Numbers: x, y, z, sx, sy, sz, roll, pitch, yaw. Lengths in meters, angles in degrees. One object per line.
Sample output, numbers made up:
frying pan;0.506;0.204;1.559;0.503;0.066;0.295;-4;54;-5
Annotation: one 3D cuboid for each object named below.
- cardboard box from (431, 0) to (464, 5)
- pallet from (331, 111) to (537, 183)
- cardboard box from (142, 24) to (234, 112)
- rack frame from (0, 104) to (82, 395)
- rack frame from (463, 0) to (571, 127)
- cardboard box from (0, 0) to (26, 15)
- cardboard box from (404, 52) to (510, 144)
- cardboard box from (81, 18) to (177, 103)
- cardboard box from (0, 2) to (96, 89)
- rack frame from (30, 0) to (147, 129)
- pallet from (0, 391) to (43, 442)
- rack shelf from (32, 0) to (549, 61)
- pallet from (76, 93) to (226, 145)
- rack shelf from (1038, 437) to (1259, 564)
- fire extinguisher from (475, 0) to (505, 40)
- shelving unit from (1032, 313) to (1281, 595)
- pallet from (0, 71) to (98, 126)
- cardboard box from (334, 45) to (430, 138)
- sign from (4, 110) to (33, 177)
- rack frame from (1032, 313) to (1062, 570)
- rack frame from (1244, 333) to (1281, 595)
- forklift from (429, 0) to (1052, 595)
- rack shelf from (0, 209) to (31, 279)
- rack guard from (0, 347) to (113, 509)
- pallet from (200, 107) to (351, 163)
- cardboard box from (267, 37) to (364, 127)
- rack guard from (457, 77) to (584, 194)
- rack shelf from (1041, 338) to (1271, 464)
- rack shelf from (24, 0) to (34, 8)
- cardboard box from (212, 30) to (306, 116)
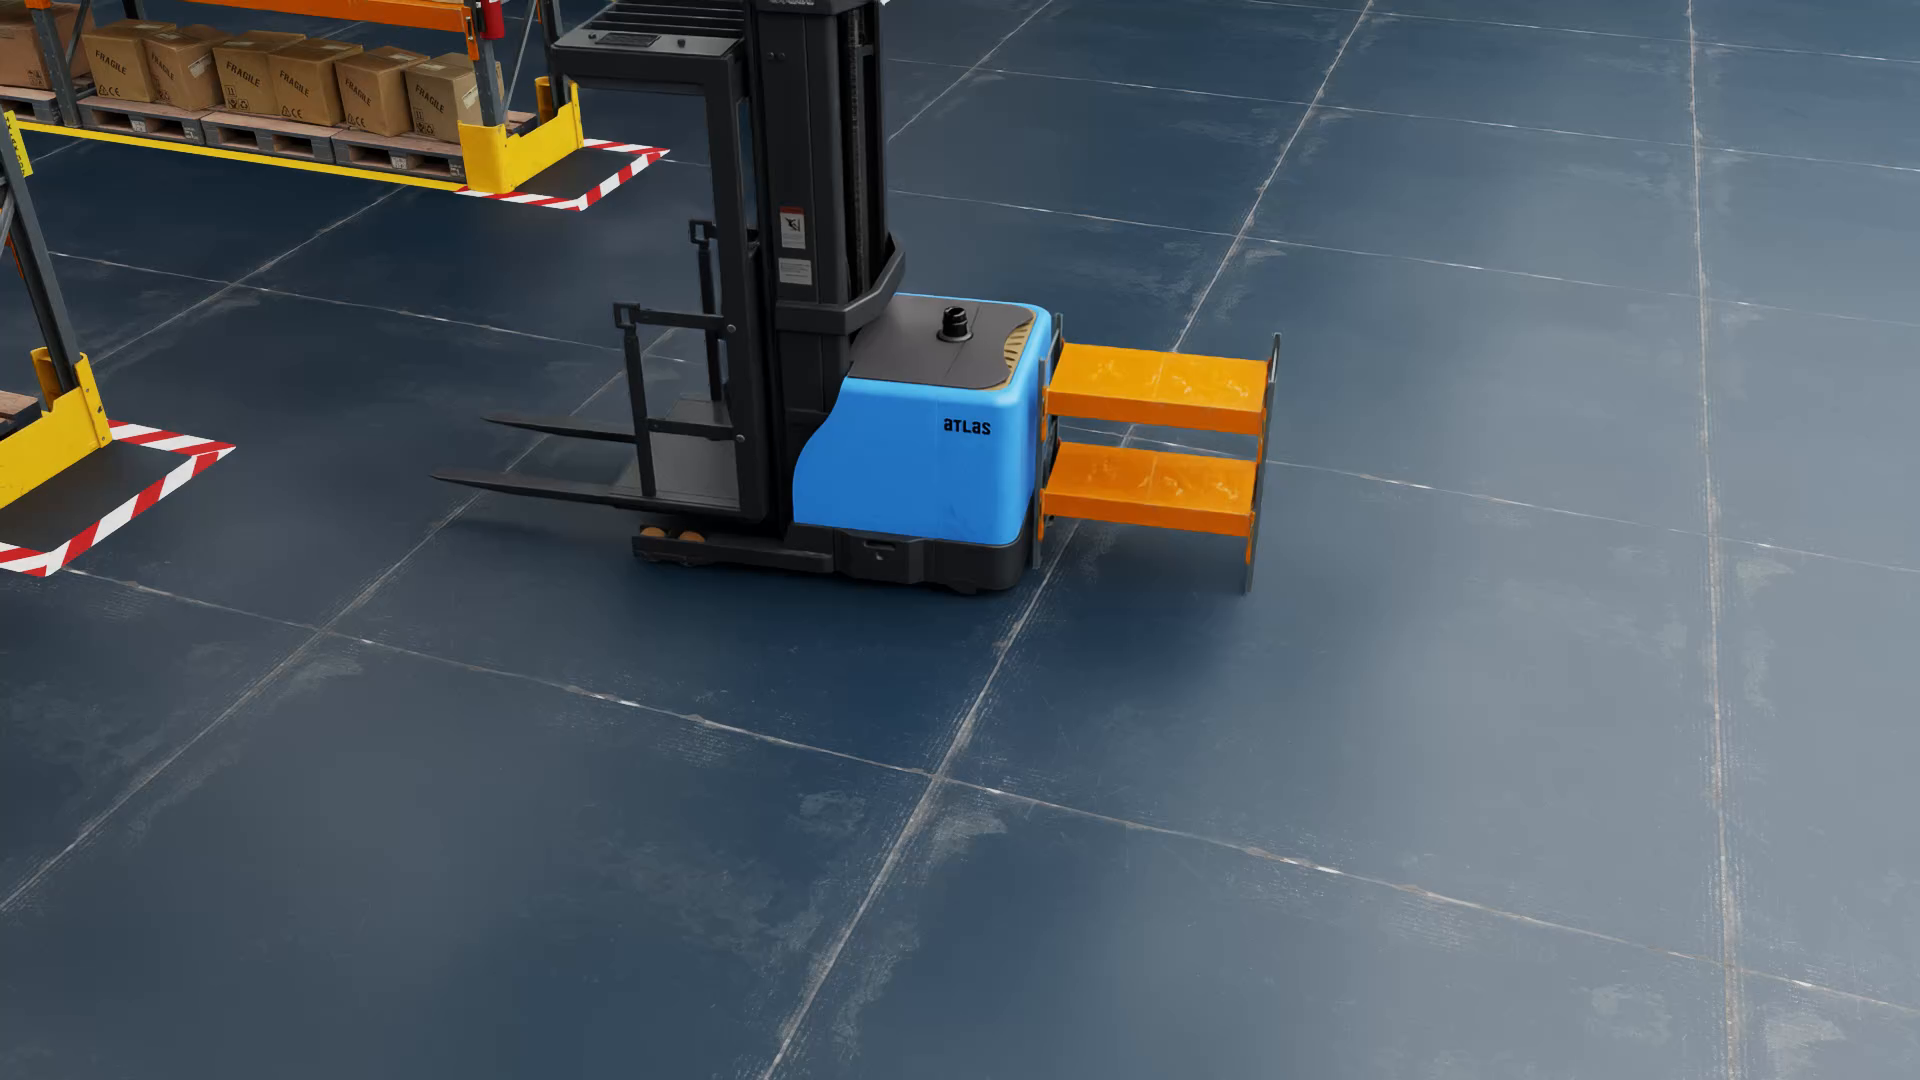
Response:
cardboard box;-3.557;-3.937;11.814;0.250;0.149;0.380;11;34;16
pallet;-4.044;-3.105;12.864;1.213;0.211;1.003;11;34;16
cardboard box;-6.080;-3.760;13.225;0.500;0.500;0.500;23;39;31
rack frame;-4.890;-1.567;7.911;0.127;3.000;1.000;11;34;16
rack frame;-3.219;-4.096;11.828;0.127;3.000;1.000;11;34;16
cardboard box;-7.998;-4.183;13.862;0.500;0.500;0.700;11;34;16
cardboard box;-3.802;-3.345;12.583;0.500;0.500;0.500;18;37;25
cardboard box;-6.622;-3.860;13.381;0.500;0.500;0.500;10;34;15
cardboard box;-7.556;-4.086;13.712;0.500;0.500;0.700;8;34;13
rack frame;-6.985;-4.828;12.962;0.127;3.000;1.000;11;34;16
pallet;-5.741;-0.537;8.886;1.213;0.211;1.003;11;34;16
rack shelf;-5.102;-4.160;12.590;4.000;0.370;1.077;11;34;16
pallet;-6.341;-3.551;13.556;1.213;0.211;1.003;11;34;16
rack shelf;0.913;-0.199;7.972;1.000;0.278;0.538;7;33;10
fire extinguisher;-3.267;-3.807;11.452;0.183;0.674;0.296;11;34;16
shelving unit;0.913;-0.404;7.839;1.048;1.125;0.538;7;33;10
pallet;-7.718;-3.798;13.938;1.213;0.211;1.003;11;34;16
cardboard box;-4.376;-3.437;12.725;0.500;0.500;0.500;21;38;29
sign;-4.701;-1.963;8.270;0.005;0.325;0.100;11;34;16
rack frame;0.416;-0.462;7.928;0.032;1.125;0.500;7;33;10
rack frame;1.410;-0.347;7.750;0.032;1.125;0.500;7;33;10
forklift;-1.116;-1.375;7.677;3.031;2.935;1.130;7;33;10
rack shelf;-6.773;-1.631;8.673;4.000;0.370;1.077;11;34;16
rack guard;-4.978;-0.507;8.574;0.348;0.500;1.175;11;34;16
pallet;-5.188;-3.329;13.212;1.213;0.211;1.003;11;34;16
cardboard box;-4.959;-3.561;12.917;0.500;0.500;0.500;14;35;21
rack guard;-3.291;-3.060;12.528;0.348;0.500;1.175;11;34;16
rack shelf;0.913;-0.650;7.680;1.000;0.278;0.538;7;33;10
rack shelf;-8.868;-4.892;13.724;4.000;0.370;1.077;11;34;16
cardboard box;-5.469;-3.686;13.111;0.500;0.500;0.500;8;34;12
